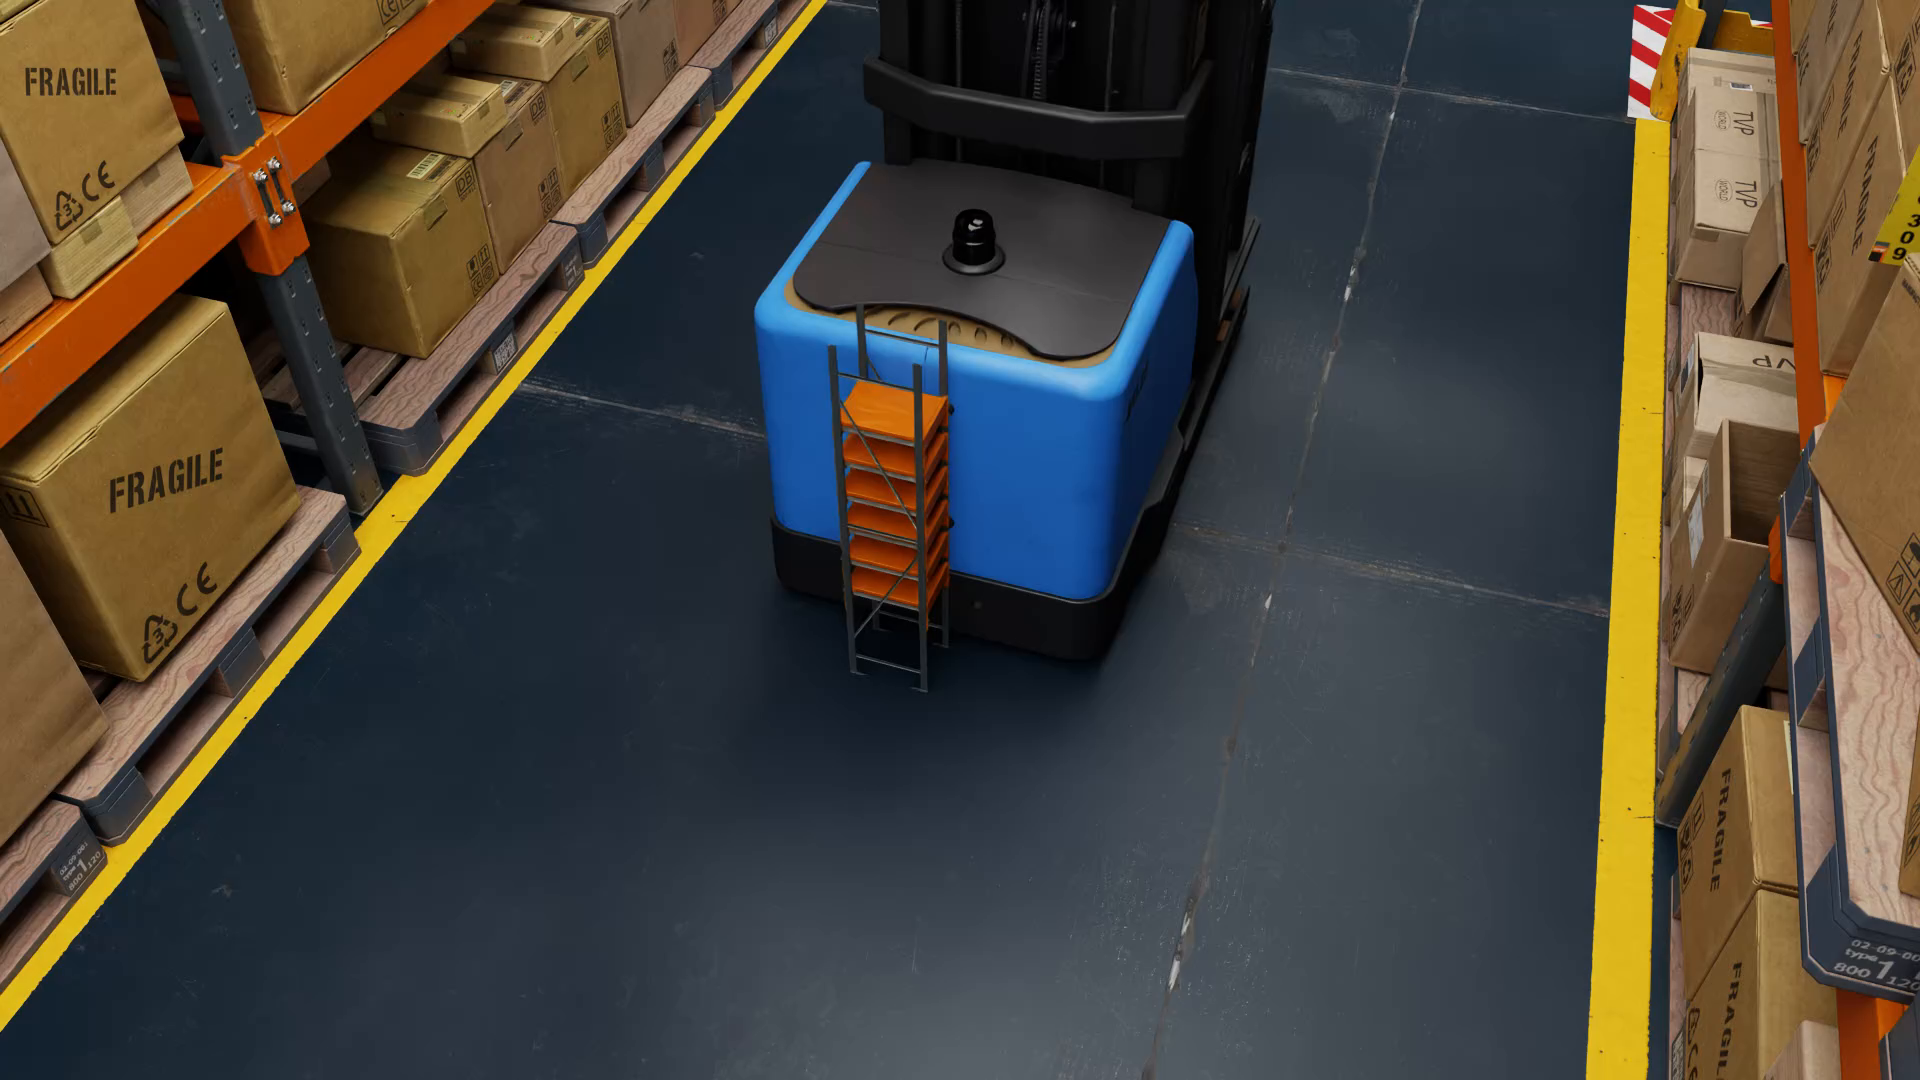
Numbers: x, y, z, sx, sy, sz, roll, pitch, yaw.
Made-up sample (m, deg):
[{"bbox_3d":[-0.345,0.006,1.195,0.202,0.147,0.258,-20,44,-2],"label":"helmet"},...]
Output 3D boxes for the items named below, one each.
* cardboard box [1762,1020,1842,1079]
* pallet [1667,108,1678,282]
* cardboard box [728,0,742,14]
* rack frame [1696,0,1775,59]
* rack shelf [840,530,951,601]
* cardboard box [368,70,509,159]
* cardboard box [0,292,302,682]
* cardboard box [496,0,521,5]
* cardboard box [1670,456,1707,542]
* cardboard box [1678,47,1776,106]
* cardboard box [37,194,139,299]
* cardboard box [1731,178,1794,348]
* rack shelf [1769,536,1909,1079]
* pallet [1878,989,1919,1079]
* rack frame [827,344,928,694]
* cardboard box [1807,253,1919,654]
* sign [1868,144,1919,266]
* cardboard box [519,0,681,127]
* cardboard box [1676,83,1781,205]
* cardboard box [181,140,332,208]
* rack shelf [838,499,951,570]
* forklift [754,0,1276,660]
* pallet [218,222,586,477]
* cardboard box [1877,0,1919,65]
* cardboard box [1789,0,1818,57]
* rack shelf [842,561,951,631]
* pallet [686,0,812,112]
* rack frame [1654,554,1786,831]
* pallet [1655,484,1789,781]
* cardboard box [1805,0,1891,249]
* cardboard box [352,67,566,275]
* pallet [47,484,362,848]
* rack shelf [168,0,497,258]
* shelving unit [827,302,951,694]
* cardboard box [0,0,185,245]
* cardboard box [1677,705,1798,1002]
[{"bbox_3d":[1.677,1.165,2.851,0.500,0.250,0.500,13,46,13],"label":"cardboard box"},{"bbox_3d":[3.307,-1.327,6.456,1.003,0.211,1.213,13,46,13],"label":"pallet"},{"bbox_3d":[-1.269,-2.722,7.374,0.700,0.500,0.500,13,46,13],"label":"cardboard box"},{"bbox_3d":[3.570,-2.906,6.075,1.000,3.000,0.127,13,46,13],"label":"rack frame"},{"bbox_3d":[-0.176,0.042,4.584,0.258,0.103,0.180,14,46,14],"label":"rack shelf"},{"bbox_3d":[-1.761,-1.442,5.602,0.380,0.149,0.250,14,46,14],"label":"cardboard box"},{"bbox_3d":[-2.436,-0.208,4.555,0.750,0.750,0.750,13,46,13],"label":"cardboard box"},{"bbox_3d":[-1.881,-2.066,6.239,0.380,0.149,0.250,12,46,12],"label":"cardboard box"},{"bbox_3d":[2.318,-0.081,4.912,0.380,0.149,0.250,13,46,13],"label":"cardboard box"},{"bbox_3d":[3.116,-1.838,6.708,0.380,0.149,0.250,13,46,13],"label":"cardboard box"},{"bbox_3d":[-2.250,-0.746,4.033,0.380,0.149,0.250,13,46,13],"label":"cardboard box"},{"bbox_3d":[2.923,-0.759,5.351,0.797,0.503,0.637,13,46,13],"label":"cardboard box"},{"bbox_3d":[1.753,1.350,2.240,1.077,0.370,4.000,13,46,13],"label":"rack shelf"},{"bbox_3d":[1.732,1.197,2.019,1.003,0.211,1.213,13,46,13],"label":"pallet"},{"bbox_3d":[-0.206,-0.015,4.407,0.240,1.200,0.006,14,46,14],"label":"rack frame"},{"bbox_3d":[2.002,-0.158,2.895,0.700,0.500,0.500,-1,44,-1],"label":"cardboard box"},{"bbox_3d":[1.840,-0.659,3.160,0.100,0.325,0.005,13,46,13],"label":"sign"},{"bbox_3d":[-1.572,-2.053,6.690,0.700,0.500,0.500,11,45,11],"label":"cardboard box"},{"bbox_3d":[2.984,-1.445,6.234,0.500,0.250,0.500,13,46,13],"label":"cardboard box"},{"bbox_3d":[-2.272,-1.198,5.352,0.380,0.149,0.250,12,46,12],"label":"cardboard box"},{"bbox_3d":[-0.176,-0.044,4.500,0.258,0.103,0.180,14,46,14],"label":"rack shelf"},{"bbox_3d":[0.404,-1.749,4.941,1.130,2.935,3.031,14,46,14],"label":"forklift"},{"bbox_3d":[-2.058,-0.781,5.897,1.003,0.211,1.213,13,46,13],"label":"pallet"},{"bbox_3d":[2.418,-1.367,3.716,0.500,0.500,0.500,12,46,12],"label":"cardboard box"},{"bbox_3d":[2.726,-1.690,4.761,0.500,0.500,0.500,13,46,13],"label":"cardboard box"},{"bbox_3d":[-0.176,0.128,4.668,0.258,0.103,0.180,14,46,14],"label":"rack shelf"},{"bbox_3d":[-1.319,-2.407,7.559,1.003,0.211,1.213,13,46,13],"label":"pallet"},{"bbox_3d":[2.359,-0.240,3.351,1.000,3.000,0.127,13,46,13],"label":"rack frame"},{"bbox_3d":[2.568,0.299,4.794,1.003,0.211,1.213,13,46,13],"label":"pallet"},{"bbox_3d":[2.421,-1.007,4.063,0.500,0.500,0.500,14,46,14],"label":"cardboard box"},{"bbox_3d":[-1.884,-1.355,5.977,0.700,0.500,0.500,12,46,12],"label":"cardboard box"},{"bbox_3d":[-2.525,0.240,4.854,1.003,0.211,1.213,13,46,13],"label":"pallet"},{"bbox_3d":[-1.758,-2.363,6.034,1.077,0.370,4.000,13,46,13],"label":"rack shelf"},{"bbox_3d":[-0.176,-0.075,4.469,0.258,1.200,0.189,14,46,14],"label":"shelving unit"},{"bbox_3d":[-2.263,-1.075,3.905,0.500,0.500,0.500,12,46,12],"label":"cardboard box"},{"bbox_3d":[1.980,0.767,3.794,0.500,0.500,0.500,11,45,11],"label":"cardboard box"}]
